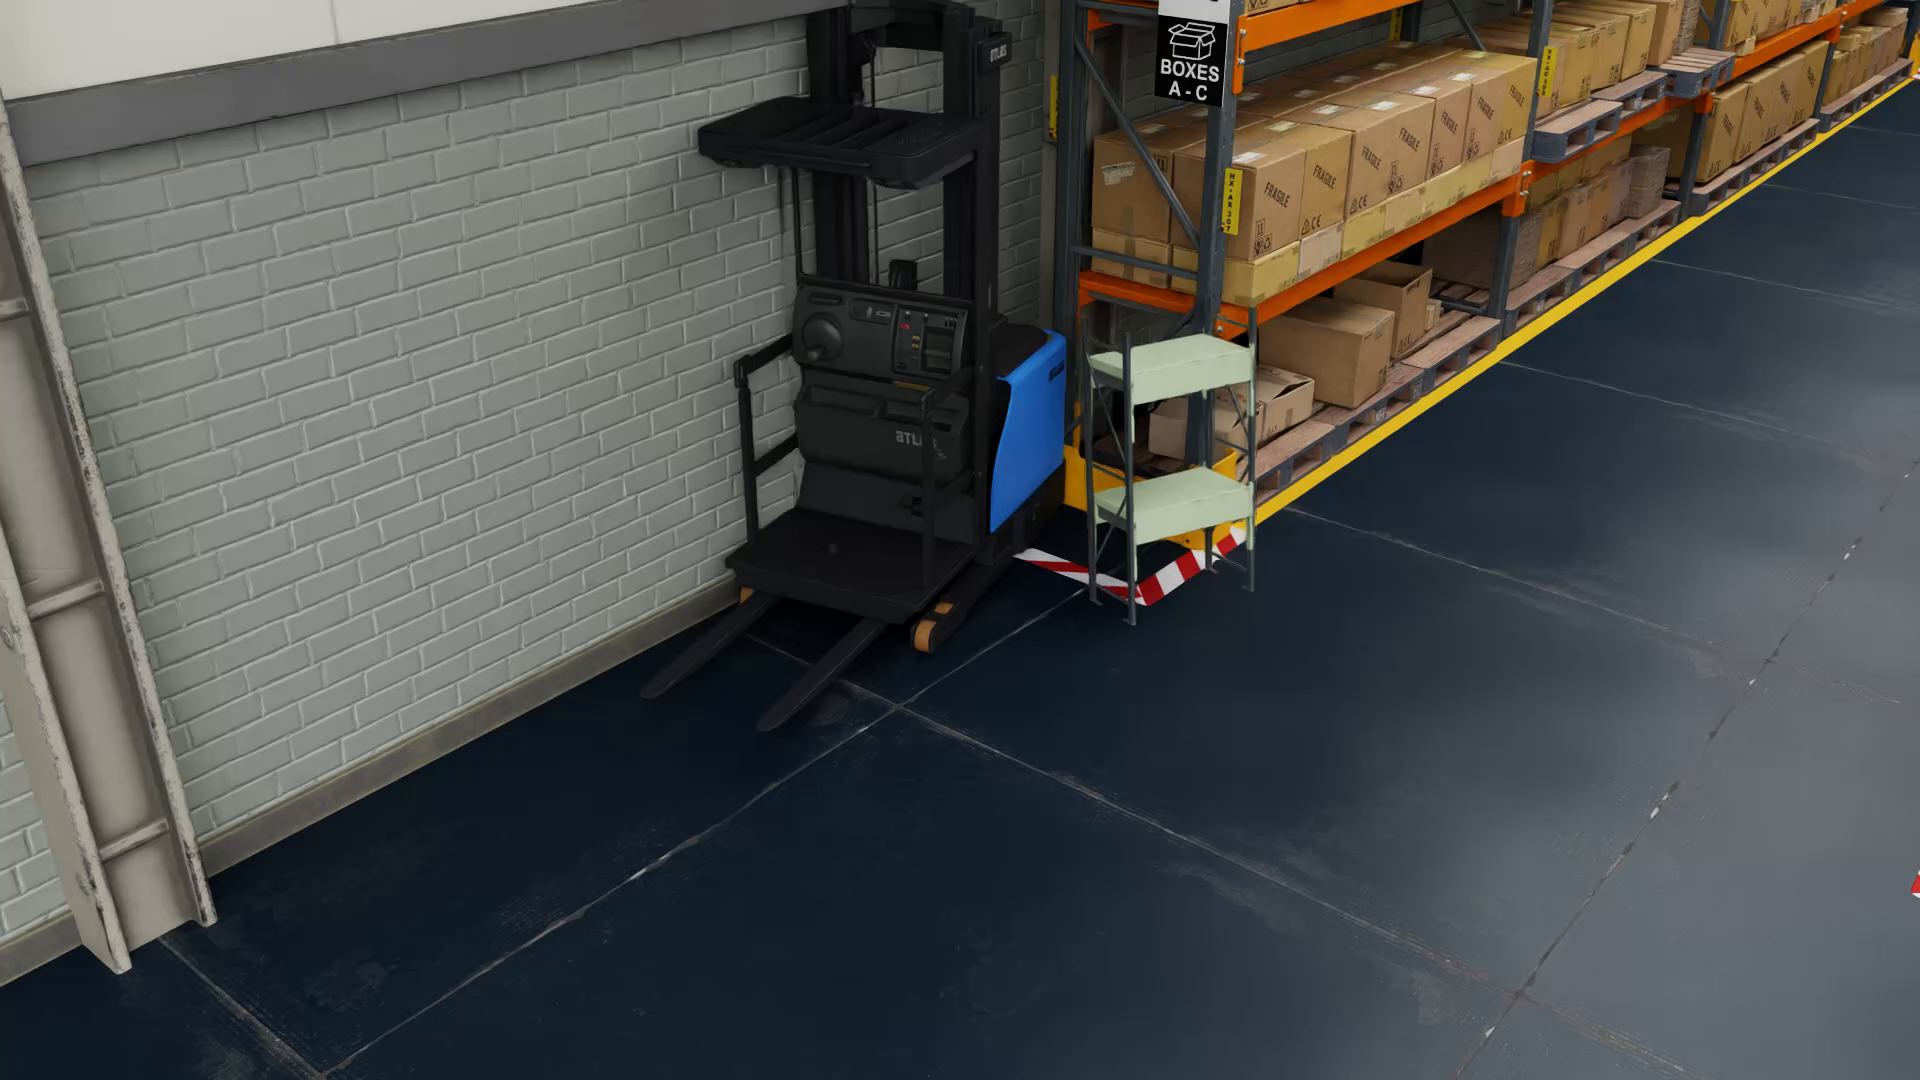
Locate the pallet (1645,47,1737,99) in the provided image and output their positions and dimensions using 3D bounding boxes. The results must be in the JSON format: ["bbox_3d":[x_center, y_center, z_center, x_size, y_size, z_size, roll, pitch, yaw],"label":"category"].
[{"bbox_3d":[5.653,-3.934,13.798,1.213,0.211,1.003,21,34,34],"label":"pallet"}]

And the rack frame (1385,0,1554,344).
[{"bbox_3d":[3.480,-2.884,11.561,1.000,3.000,0.127,21,34,34],"label":"rack frame"}]

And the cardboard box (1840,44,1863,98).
[{"bbox_3d":[9.445,-5.209,18.319,0.700,0.500,0.500,20,34,34],"label":"cardboard box"}]

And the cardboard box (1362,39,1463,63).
[{"bbox_3d":[3.020,-3.054,11.215,0.500,0.500,0.500,20,33,33],"label":"cardboard box"}]

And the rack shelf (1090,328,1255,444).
[{"bbox_3d":[1.036,-0.772,8.215,0.720,0.370,0.431,-14,23,-25],"label":"rack shelf"}]

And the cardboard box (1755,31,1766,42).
[{"bbox_3d":[7.209,-4.713,15.348,0.380,0.149,0.250,21,34,35],"label":"cardboard box"}]

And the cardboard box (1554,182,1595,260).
[{"bbox_3d":[4.581,-2.602,13.258,0.700,0.500,0.500,21,34,35],"label":"cardboard box"}]

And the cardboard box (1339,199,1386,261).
[{"bbox_3d":[2.139,-1.856,9.714,0.500,0.250,0.500,20,34,34],"label":"cardboard box"}]

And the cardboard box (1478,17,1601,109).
[{"bbox_3d":[4.191,-3.491,12.146,0.500,0.500,0.700,-24,36,-39],"label":"cardboard box"}]

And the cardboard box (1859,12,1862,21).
[{"bbox_3d":[10.348,-6.149,19.429,0.380,0.149,0.250,21,34,35],"label":"cardboard box"}]

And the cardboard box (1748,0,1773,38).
[{"bbox_3d":[6.871,-4.768,14.749,0.500,0.500,0.500,22,35,36],"label":"cardboard box"}]

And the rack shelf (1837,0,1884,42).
[{"bbox_3d":[9.840,-6.110,18.580,1.077,0.370,4.000,21,34,34],"label":"rack shelf"}]

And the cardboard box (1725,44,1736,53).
[{"bbox_3d":[6.579,-4.336,14.618,0.380,0.149,0.250,21,34,35],"label":"cardboard box"}]

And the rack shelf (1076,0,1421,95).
[{"bbox_3d":[2.208,-3.188,9.666,1.077,0.370,4.000,21,34,34],"label":"rack shelf"}]

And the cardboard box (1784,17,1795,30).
[{"bbox_3d":[7.730,-4.978,15.860,0.380,0.149,0.250,20,33,33],"label":"cardboard box"}]

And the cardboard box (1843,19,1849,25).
[{"bbox_3d":[9.865,-5.879,18.907,0.380,0.149,0.250,21,34,35],"label":"cardboard box"}]

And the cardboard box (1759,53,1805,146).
[{"bbox_3d":[7.692,-4.368,16.312,0.750,0.750,0.750,22,35,36],"label":"cardboard box"}]

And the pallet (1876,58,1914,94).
[{"bbox_3d":[10.664,-5.594,19.834,1.003,0.211,1.213,21,34,34],"label":"pallet"}]

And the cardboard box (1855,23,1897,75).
[{"bbox_3d":[10.426,-5.760,19.384,0.700,0.500,0.500,21,34,34],"label":"cardboard box"}]

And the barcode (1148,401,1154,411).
[{"bbox_3d":[1.148,-0.814,9.996,0.001,0.075,0.075,21,34,34],"label":"barcode"}]

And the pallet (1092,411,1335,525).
[{"bbox_3d":[1.528,-0.532,10.049,1.003,0.211,1.213,21,34,34],"label":"pallet"}]

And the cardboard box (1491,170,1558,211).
[{"bbox_3d":[4.213,-2.726,12.680,0.500,0.250,0.500,20,33,33],"label":"cardboard box"}]

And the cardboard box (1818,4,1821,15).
[{"bbox_3d":[8.230,-5.241,16.367,0.380,0.149,0.250,22,35,36],"label":"cardboard box"}]

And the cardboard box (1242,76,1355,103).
[{"bbox_3d":[2.045,-2.510,10.162,0.500,0.500,0.500,21,34,35],"label":"cardboard box"}]

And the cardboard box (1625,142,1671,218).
[{"bbox_3d":[5.606,-3.117,14.253,0.700,0.500,0.500,21,34,35],"label":"cardboard box"}]

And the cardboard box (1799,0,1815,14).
[{"bbox_3d":[7.826,-5.310,15.795,0.500,0.500,0.500,21,34,34],"label":"cardboard box"}]

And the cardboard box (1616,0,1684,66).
[{"bbox_3d":[5.398,-4.167,13.452,0.700,0.500,0.500,17,32,30],"label":"cardboard box"}]

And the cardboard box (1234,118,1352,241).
[{"bbox_3d":[1.793,-1.995,9.168,0.500,0.500,0.500,21,34,35],"label":"cardboard box"}]

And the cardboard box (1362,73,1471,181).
[{"bbox_3d":[2.776,-2.548,10.236,0.500,0.500,0.500,20,33,33],"label":"cardboard box"}]

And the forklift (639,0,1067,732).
[{"bbox_3d":[-0.485,-0.973,7.941,1.130,2.935,3.031,12,30,22],"label":"forklift"}]

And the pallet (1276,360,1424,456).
[{"bbox_3d":[2.304,-0.963,10.882,1.003,0.211,1.213,21,34,34],"label":"pallet"}]

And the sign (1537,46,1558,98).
[{"bbox_3d":[3.903,-3.113,11.061,0.100,0.325,0.005,21,34,34],"label":"sign"}]

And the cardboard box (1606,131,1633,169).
[{"bbox_3d":[5.195,-3.267,13.725,0.500,0.250,0.500,21,34,35],"label":"cardboard box"}]

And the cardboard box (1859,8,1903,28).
[{"bbox_3d":[10.641,-6.036,19.211,0.380,0.149,0.250,22,34,36],"label":"cardboard box"}]

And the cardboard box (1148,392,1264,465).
[{"bbox_3d":[1.445,-0.686,9.760,0.500,0.311,0.500,17,32,29],"label":"cardboard box"}]

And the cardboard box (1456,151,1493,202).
[{"bbox_3d":[3.089,-2.396,10.758,0.500,0.250,0.500,21,34,35],"label":"cardboard box"}]

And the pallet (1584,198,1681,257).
[{"bbox_3d":[5.526,-2.787,14.409,1.003,0.211,1.213,21,34,34],"label":"pallet"}]

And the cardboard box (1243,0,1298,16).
[{"bbox_3d":[1.341,-2.897,8.191,0.500,0.500,0.500,22,34,36],"label":"cardboard box"}]

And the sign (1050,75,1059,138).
[{"bbox_3d":[0.520,-2.290,8.808,0.100,0.325,0.005,21,34,34],"label":"sign"}]

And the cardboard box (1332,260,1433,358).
[{"bbox_3d":[2.850,-1.590,11.300,0.500,0.500,0.500,18,32,31],"label":"cardboard box"}]

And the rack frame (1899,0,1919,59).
[{"bbox_3d":[11.113,-7.139,19.785,1.000,3.000,0.127,21,34,34],"label":"rack frame"}]

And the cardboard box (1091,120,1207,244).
[{"bbox_3d":[1.071,-1.971,9.120,0.500,0.500,0.500,20,34,34],"label":"cardboard box"}]

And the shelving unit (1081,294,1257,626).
[{"bbox_3d":[1.057,-0.408,8.356,0.755,1.500,0.431,-14,23,-25],"label":"shelving unit"}]

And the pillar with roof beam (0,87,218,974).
[{"bbox_3d":[0.219,-1.246,1.865,9.100,9.000,0.400,21,34,34],"label":"pillar with roof beam"}]
